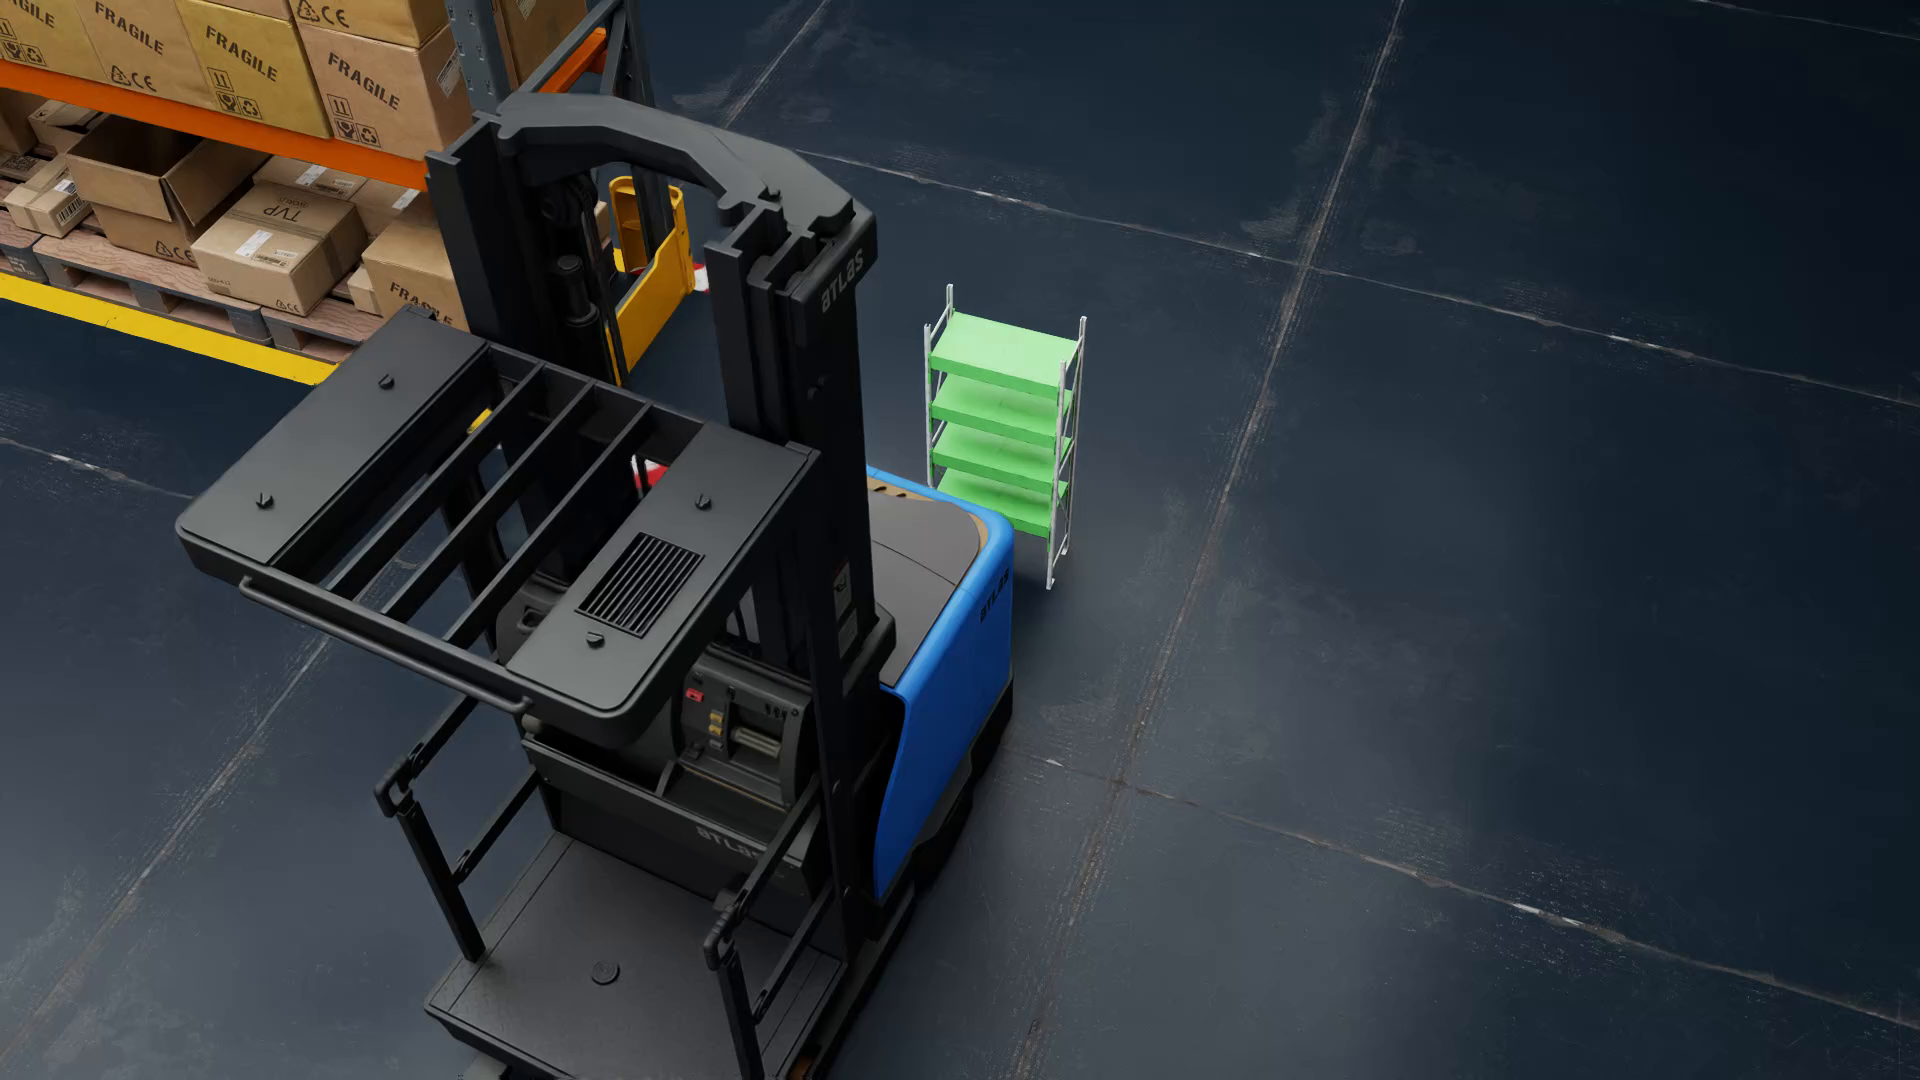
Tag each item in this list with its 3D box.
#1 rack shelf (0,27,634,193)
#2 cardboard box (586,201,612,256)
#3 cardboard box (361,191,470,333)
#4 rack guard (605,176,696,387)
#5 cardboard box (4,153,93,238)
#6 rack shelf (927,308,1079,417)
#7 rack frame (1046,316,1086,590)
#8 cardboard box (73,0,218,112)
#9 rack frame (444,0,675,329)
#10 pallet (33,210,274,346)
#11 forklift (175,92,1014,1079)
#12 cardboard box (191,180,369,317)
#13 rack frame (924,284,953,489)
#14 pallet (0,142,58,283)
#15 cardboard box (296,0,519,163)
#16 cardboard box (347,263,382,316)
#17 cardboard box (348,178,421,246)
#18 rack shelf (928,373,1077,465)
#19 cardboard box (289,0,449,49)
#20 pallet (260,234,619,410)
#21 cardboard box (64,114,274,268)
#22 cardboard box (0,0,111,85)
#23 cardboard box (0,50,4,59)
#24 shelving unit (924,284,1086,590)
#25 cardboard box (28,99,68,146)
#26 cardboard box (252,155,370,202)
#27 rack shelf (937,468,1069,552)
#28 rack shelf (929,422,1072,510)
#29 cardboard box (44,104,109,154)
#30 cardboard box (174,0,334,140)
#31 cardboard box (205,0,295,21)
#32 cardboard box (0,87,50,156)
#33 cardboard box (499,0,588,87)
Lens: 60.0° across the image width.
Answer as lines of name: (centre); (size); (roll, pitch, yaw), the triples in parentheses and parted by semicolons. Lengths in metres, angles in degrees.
rack shelf: (-3.362, -2.087, 6.916); (4.000, 0.370, 1.077); (16, 51, 13)
cardboard box: (-1.759, -1.362, 7.408); (0.250, 0.149, 0.380); (16, 51, 13)
cardboard box: (-2.081, -1.092, 6.941); (0.500, 0.500, 0.500); (16, 51, 13)
rack guard: (-1.557, -1.000, 7.152); (0.348, 0.500, 1.175); (16, 51, 13)
cardboard box: (-4.104, -1.579, 7.584); (0.250, 0.166, 0.380); (16, 51, 13)
rack shelf: (0.155, -0.622, 5.811); (0.480, 0.148, 0.258); (16, 51, 13)
rack frame: (0.384, -0.286, 6.070); (0.015, 1.200, 0.240); (16, 51, 13)
cardboard box: (-2.954, -2.023, 6.319); (0.500, 0.500, 0.500); (16, 51, 13)
rack frame: (-1.486, -1.798, 6.190); (0.127, 3.000, 1.000); (16, 51, 13)
pallet: (-3.446, -1.434, 7.720); (1.213, 0.211, 1.003); (16, 51, 13)
forklift: (-0.911, 0.516, 4.229); (1.130, 2.935, 3.031); (20, 52, 17)
cardboard box: (-2.962, -1.280, 7.269); (0.500, 0.250, 0.500); (16, 51, 13)
rack frame: (-0.074, -0.414, 6.181); (0.015, 1.200, 0.240); (16, 51, 13)
pallet: (-4.594, -1.752, 7.996); (1.213, 0.211, 1.003); (16, 51, 13)
cardboard box: (-2.000, -1.756, 6.087); (0.500, 0.500, 0.500); (17, 51, 14)
cardboard box: (-2.430, -1.152, 7.214); (0.250, 0.166, 0.380); (16, 51, 13)
cardboard box: (-2.366, -1.516, 7.474); (0.500, 0.250, 0.500); (16, 51, 13)
rack shelf: (0.155, -0.465, 5.993); (0.480, 0.148, 0.258); (16, 51, 13)
cardboard box: (-1.999, -2.080, 5.707); (0.500, 0.500, 0.500); (15, 51, 13)
pallet: (-2.305, -1.113, 7.442); (1.213, 0.211, 1.003); (16, 51, 13)
cardboard box: (-3.474, -1.684, 7.452); (0.637, 0.503, 0.797); (16, 51, 13)
cardboard box: (-3.427, -2.156, 6.434); (0.500, 0.500, 0.500); (15, 51, 13)
cardboard box: (-3.904, -2.288, 6.548); (0.500, 0.500, 0.500); (15, 51, 13)
shelving unit: (0.155, -0.350, 6.126); (0.503, 1.200, 0.258); (16, 51, 13)
cardboard box: (-4.233, -2.053, 8.006); (0.250, 0.149, 0.380); (16, 51, 13)
cardboard box: (-2.835, -1.647, 7.588); (0.500, 0.250, 0.500); (16, 51, 13)
rack shelf: (0.155, -0.151, 6.355); (0.480, 0.148, 0.258); (16, 51, 13)
rack shelf: (0.155, -0.308, 6.174); (0.480, 0.148, 0.258); (16, 51, 13)
cardboard box: (-3.902, -1.965, 7.823); (0.500, 0.311, 0.500); (16, 51, 13)
cardboard box: (-2.488, -1.889, 6.203); (0.500, 0.500, 0.500); (16, 51, 13)
cardboard box: (-2.473, -2.212, 5.821); (0.500, 0.500, 0.500); (17, 51, 14)
cardboard box: (-4.605, -2.223, 7.921); (0.500, 0.500, 0.500); (16, 51, 13)
cardboard box: (-1.811, -2.134, 6.415); (0.500, 0.500, 0.500); (17, 51, 14)
